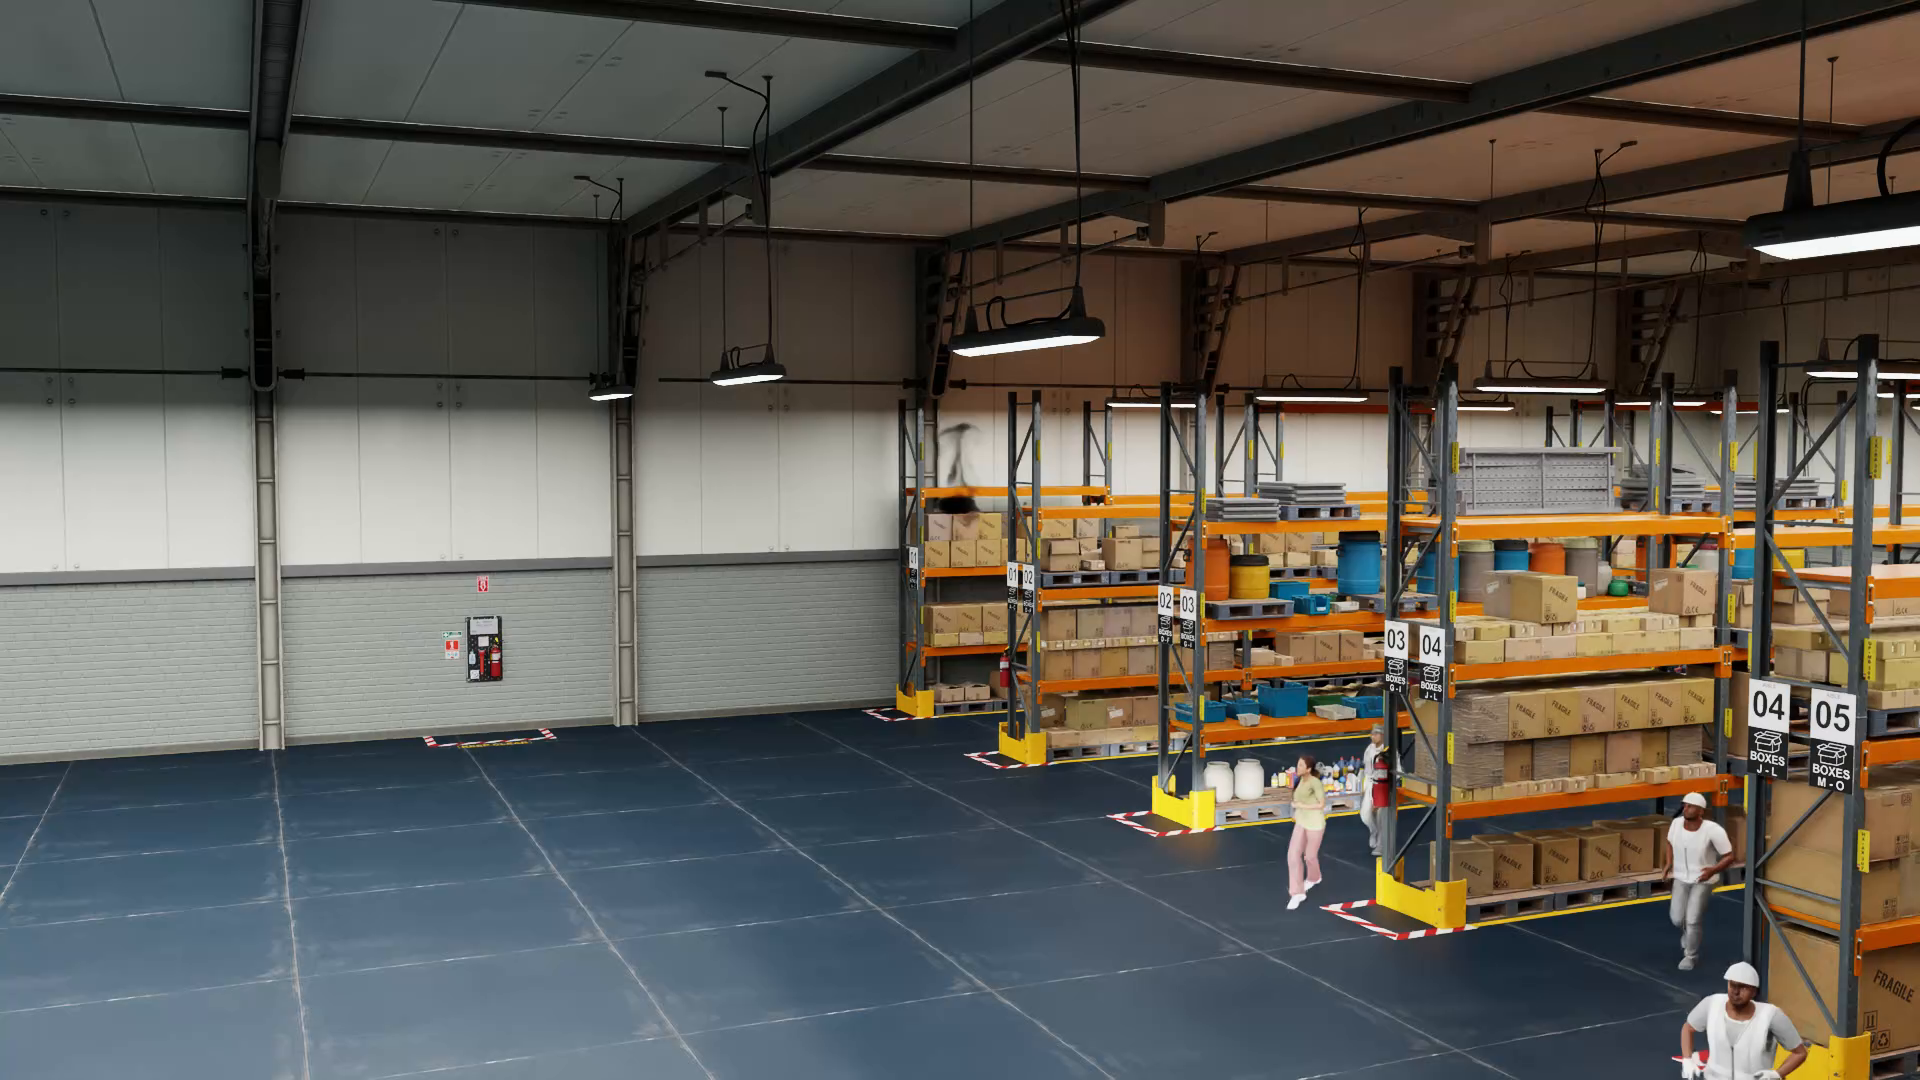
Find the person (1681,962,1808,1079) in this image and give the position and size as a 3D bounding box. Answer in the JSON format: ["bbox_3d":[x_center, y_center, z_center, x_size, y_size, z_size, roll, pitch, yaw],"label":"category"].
[{"bbox_3d":[5.135,3.662,11.077,0.892,1.777,0.706,3,4,38],"label":"person"}]

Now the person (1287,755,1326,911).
[{"bbox_3d":[3.882,3.246,18.678,0.837,1.681,0.636,-3,4,-37],"label":"person"}]

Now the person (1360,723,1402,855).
[{"bbox_3d":[5.212,3.114,20.773,0.544,1.666,0.598,-3,5,-43],"label":"person"}]

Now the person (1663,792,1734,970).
[{"bbox_3d":[7.258,3.346,16.385,0.631,1.734,0.690,-3,4,-40],"label":"person"}]
